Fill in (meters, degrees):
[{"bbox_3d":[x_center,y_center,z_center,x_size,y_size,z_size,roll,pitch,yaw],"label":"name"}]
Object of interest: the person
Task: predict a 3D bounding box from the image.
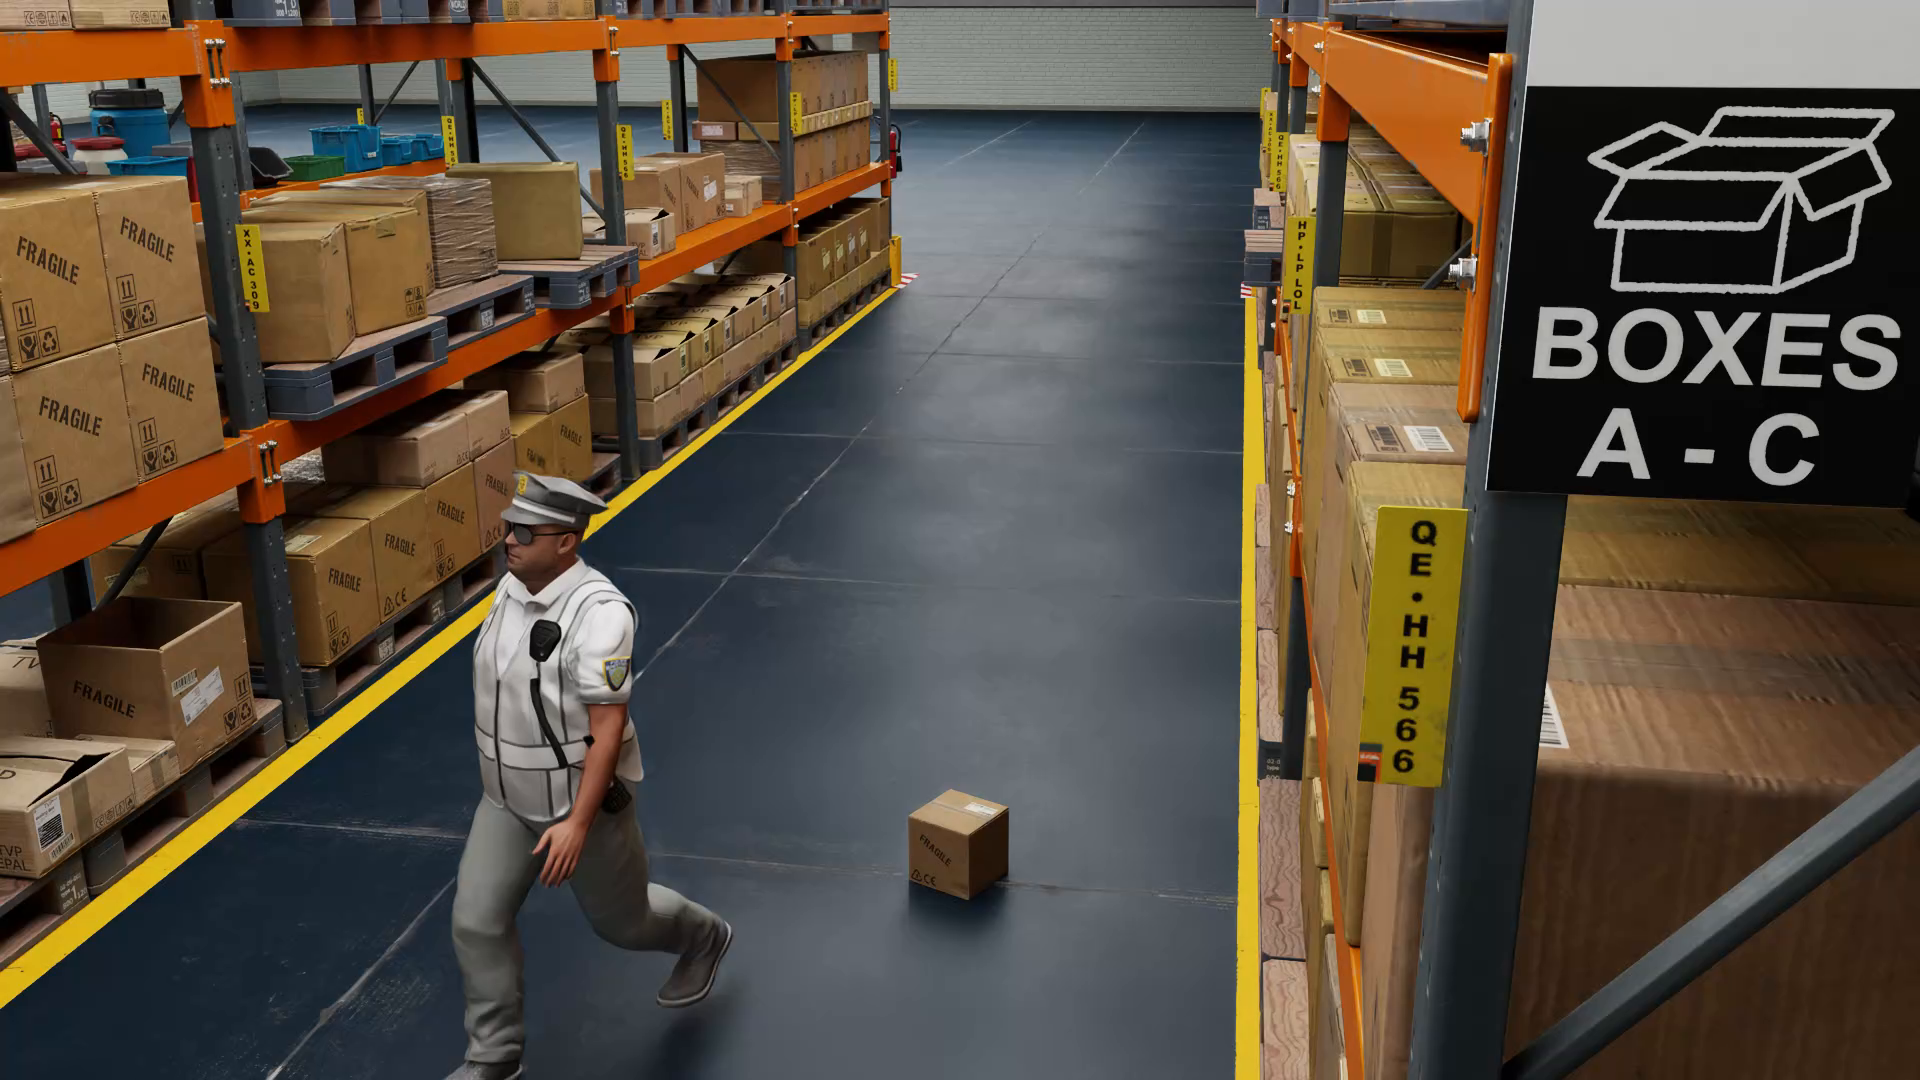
[{"bbox_3d":[-1.057,0.638,4.498,0.523,1.724,1.010,12,21,33],"label":"person"}]
